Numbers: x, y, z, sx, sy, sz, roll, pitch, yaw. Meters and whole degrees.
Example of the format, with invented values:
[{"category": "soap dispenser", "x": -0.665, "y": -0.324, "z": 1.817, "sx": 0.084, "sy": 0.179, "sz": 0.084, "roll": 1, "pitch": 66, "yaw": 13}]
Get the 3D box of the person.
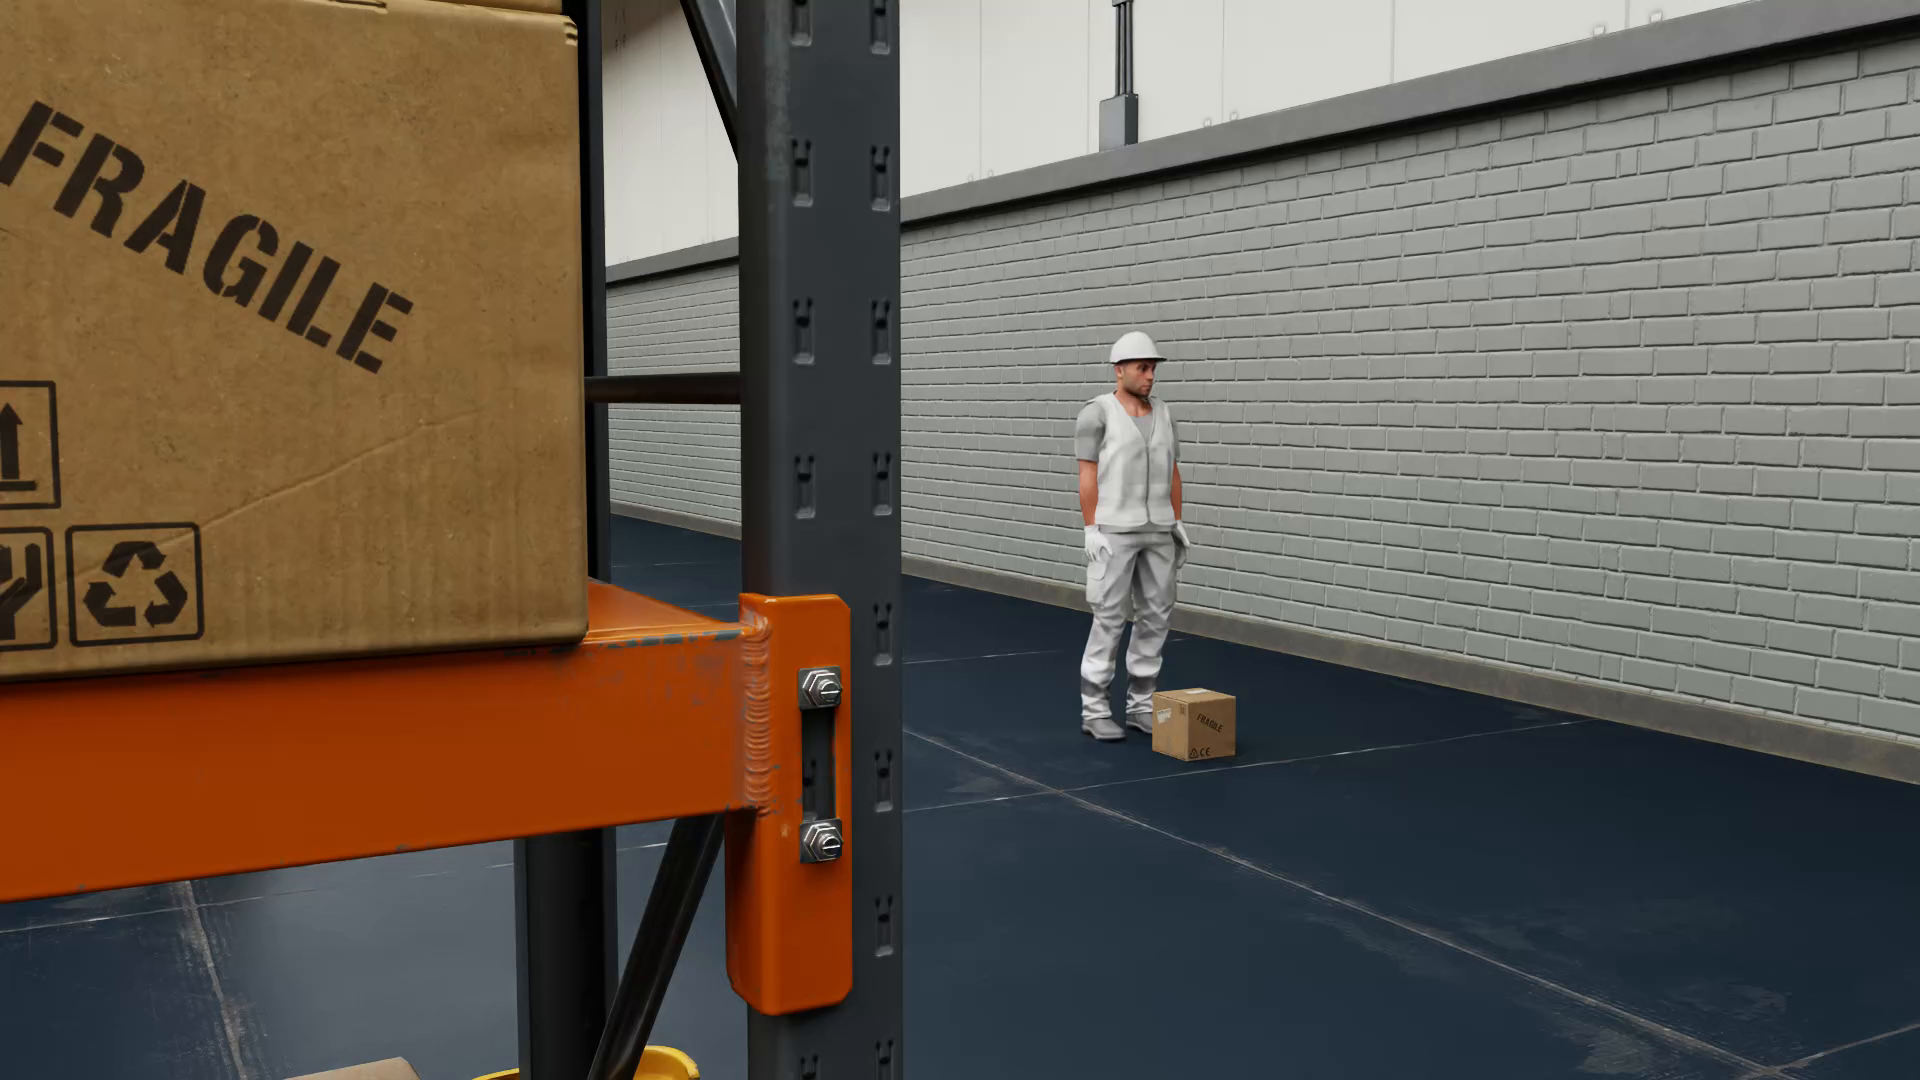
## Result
[{"category": "person", "x": 0.765, "y": -0.025, "z": 7.365, "sx": 0.526, "sy": 1.784, "sz": 0.338, "roll": -3, "pitch": 6, "yaw": -27}]
